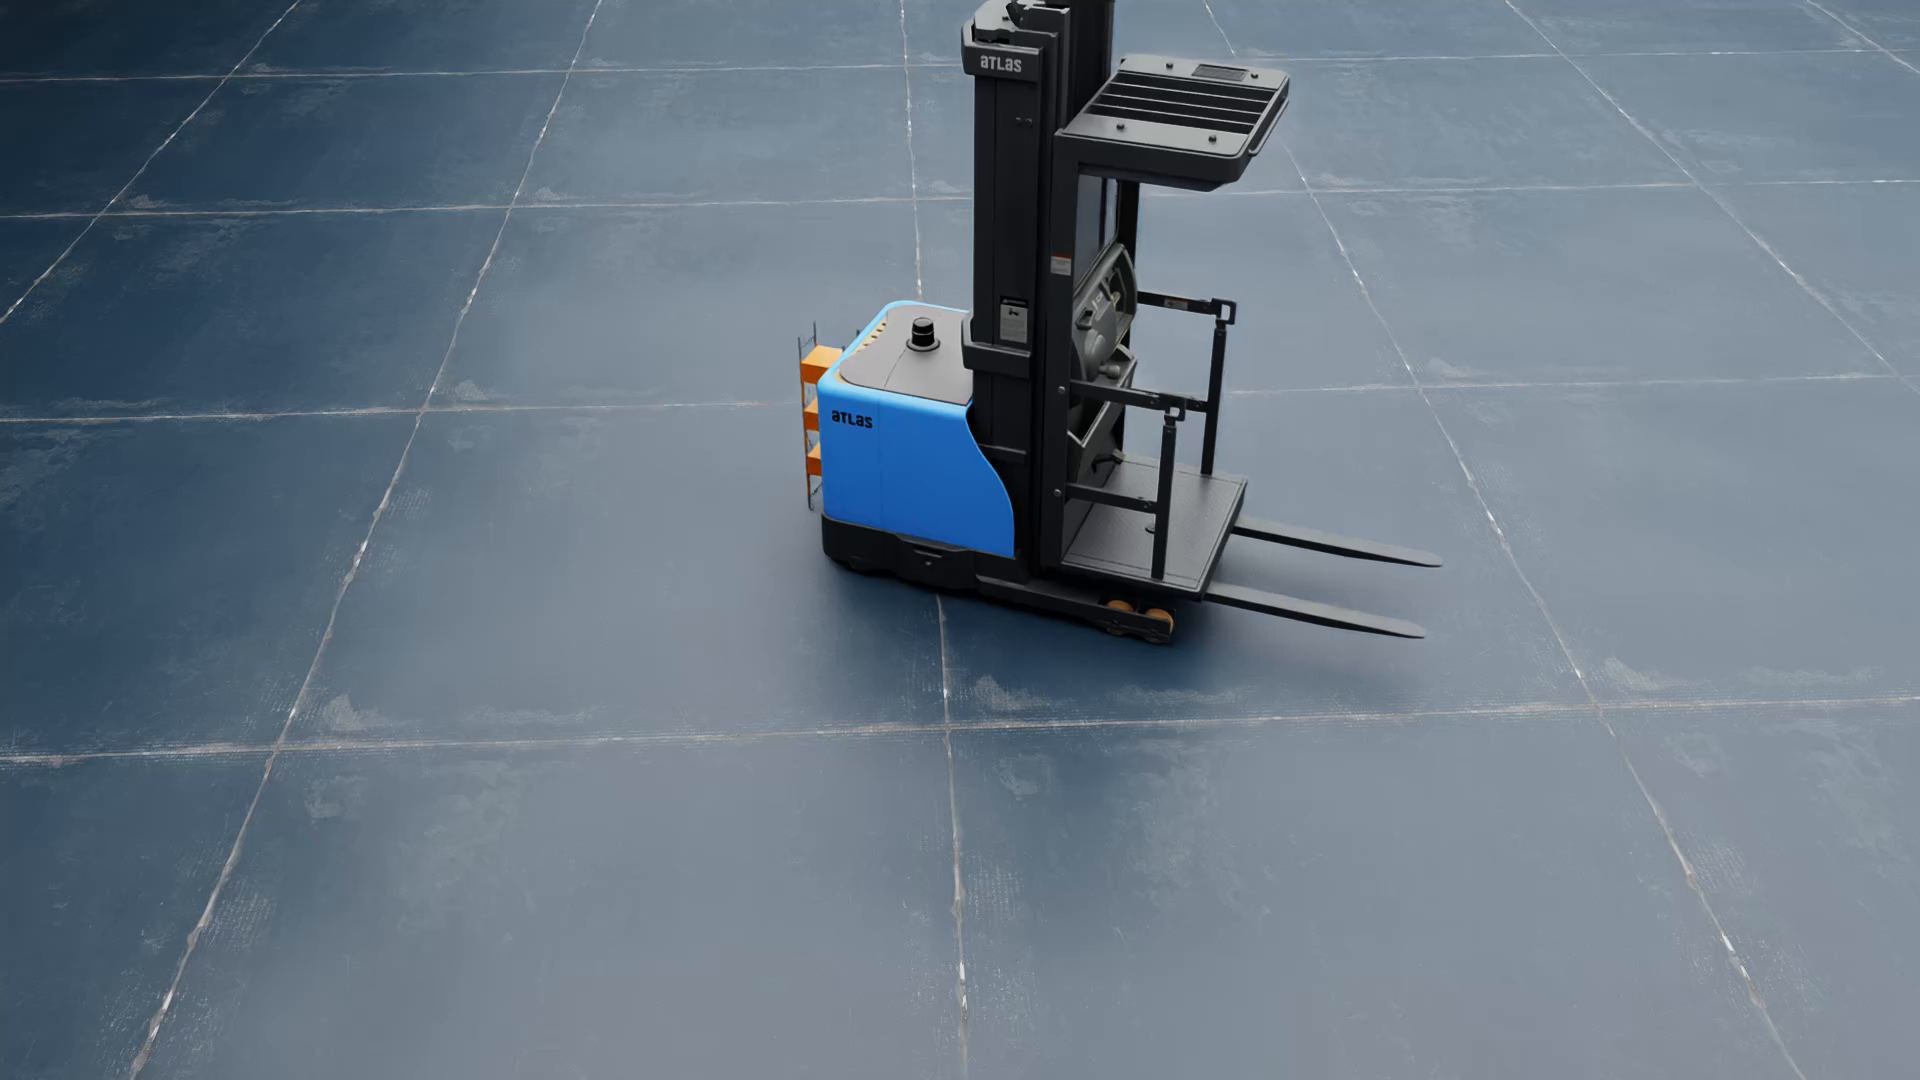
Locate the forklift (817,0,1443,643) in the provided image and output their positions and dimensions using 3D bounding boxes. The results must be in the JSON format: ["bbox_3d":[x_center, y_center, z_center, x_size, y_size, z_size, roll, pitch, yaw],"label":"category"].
[{"bbox_3d":[0.863,-1.048,7.725,3.031,2.935,1.130,12,36,17],"label":"forklift"}]

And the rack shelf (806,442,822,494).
[{"bbox_3d":[-0.668,-0.384,8.926,0.240,0.259,0.215,12,36,17],"label":"rack shelf"}]

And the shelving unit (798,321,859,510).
[{"bbox_3d":[-0.668,-0.621,8.762,0.252,1.050,0.215,12,36,17],"label":"shelving unit"}]

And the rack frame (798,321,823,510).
[{"bbox_3d":[-0.782,-0.646,8.797,0.008,1.050,0.200,12,36,17],"label":"rack frame"}]

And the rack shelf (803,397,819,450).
[{"bbox_3d":[-0.668,-0.613,8.768,0.240,0.259,0.215,12,36,17],"label":"rack shelf"}]

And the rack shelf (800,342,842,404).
[{"bbox_3d":[-0.668,-0.846,8.606,0.240,0.259,0.215,12,36,17],"label":"rack shelf"}]

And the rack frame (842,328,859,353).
[{"bbox_3d":[-0.554,-0.597,8.726,0.008,1.050,0.200,12,36,17],"label":"rack frame"}]
